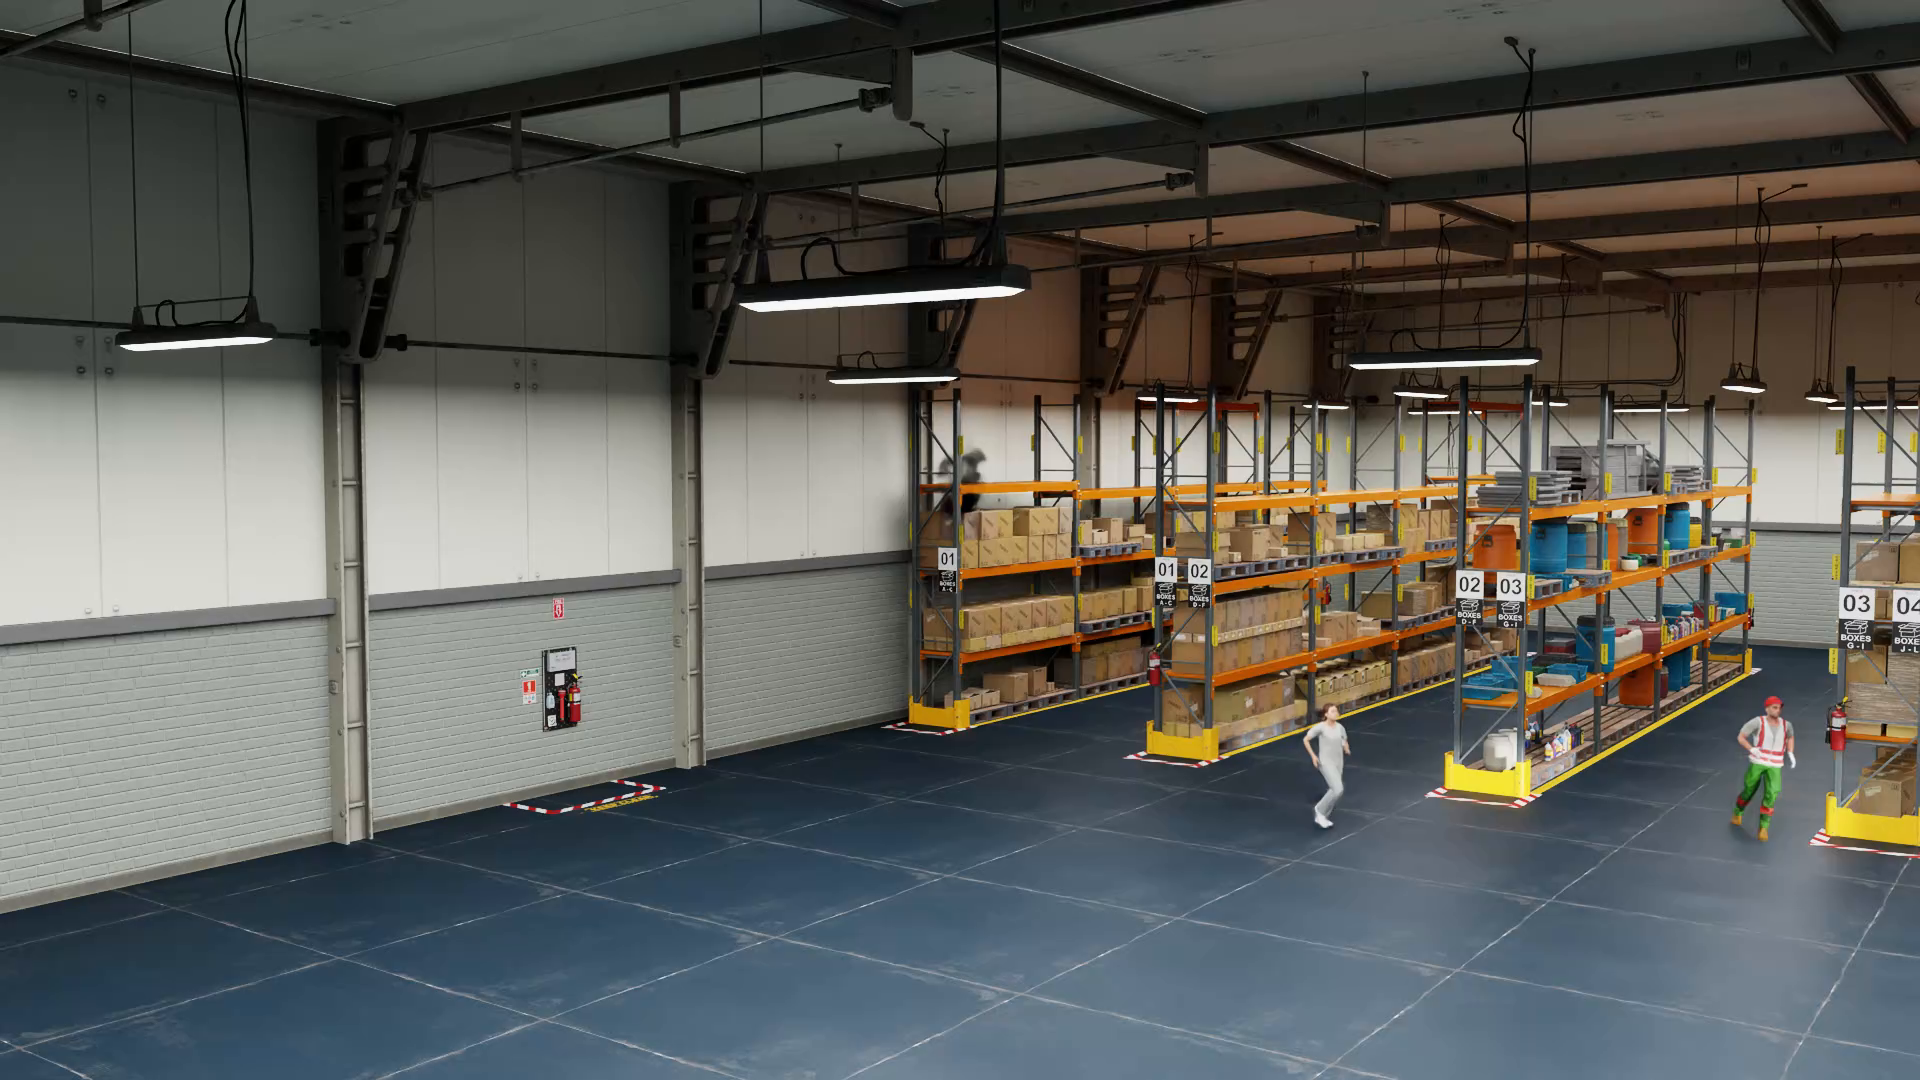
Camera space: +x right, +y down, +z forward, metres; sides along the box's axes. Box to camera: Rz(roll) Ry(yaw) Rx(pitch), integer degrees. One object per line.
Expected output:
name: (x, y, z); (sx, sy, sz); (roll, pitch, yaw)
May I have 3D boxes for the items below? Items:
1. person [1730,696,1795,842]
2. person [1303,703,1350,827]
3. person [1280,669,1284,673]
person: (10.344, 2.891, 21.306); (0.720, 1.783, 0.933); (1, 3, 12)
person: (4.832, 2.945, 21.631); (0.546, 1.615, 0.628); (-2, 4, -30)
person: (6.848, 2.154, 35.397); (0.581, 1.690, 0.828); (1, 3, 21)
